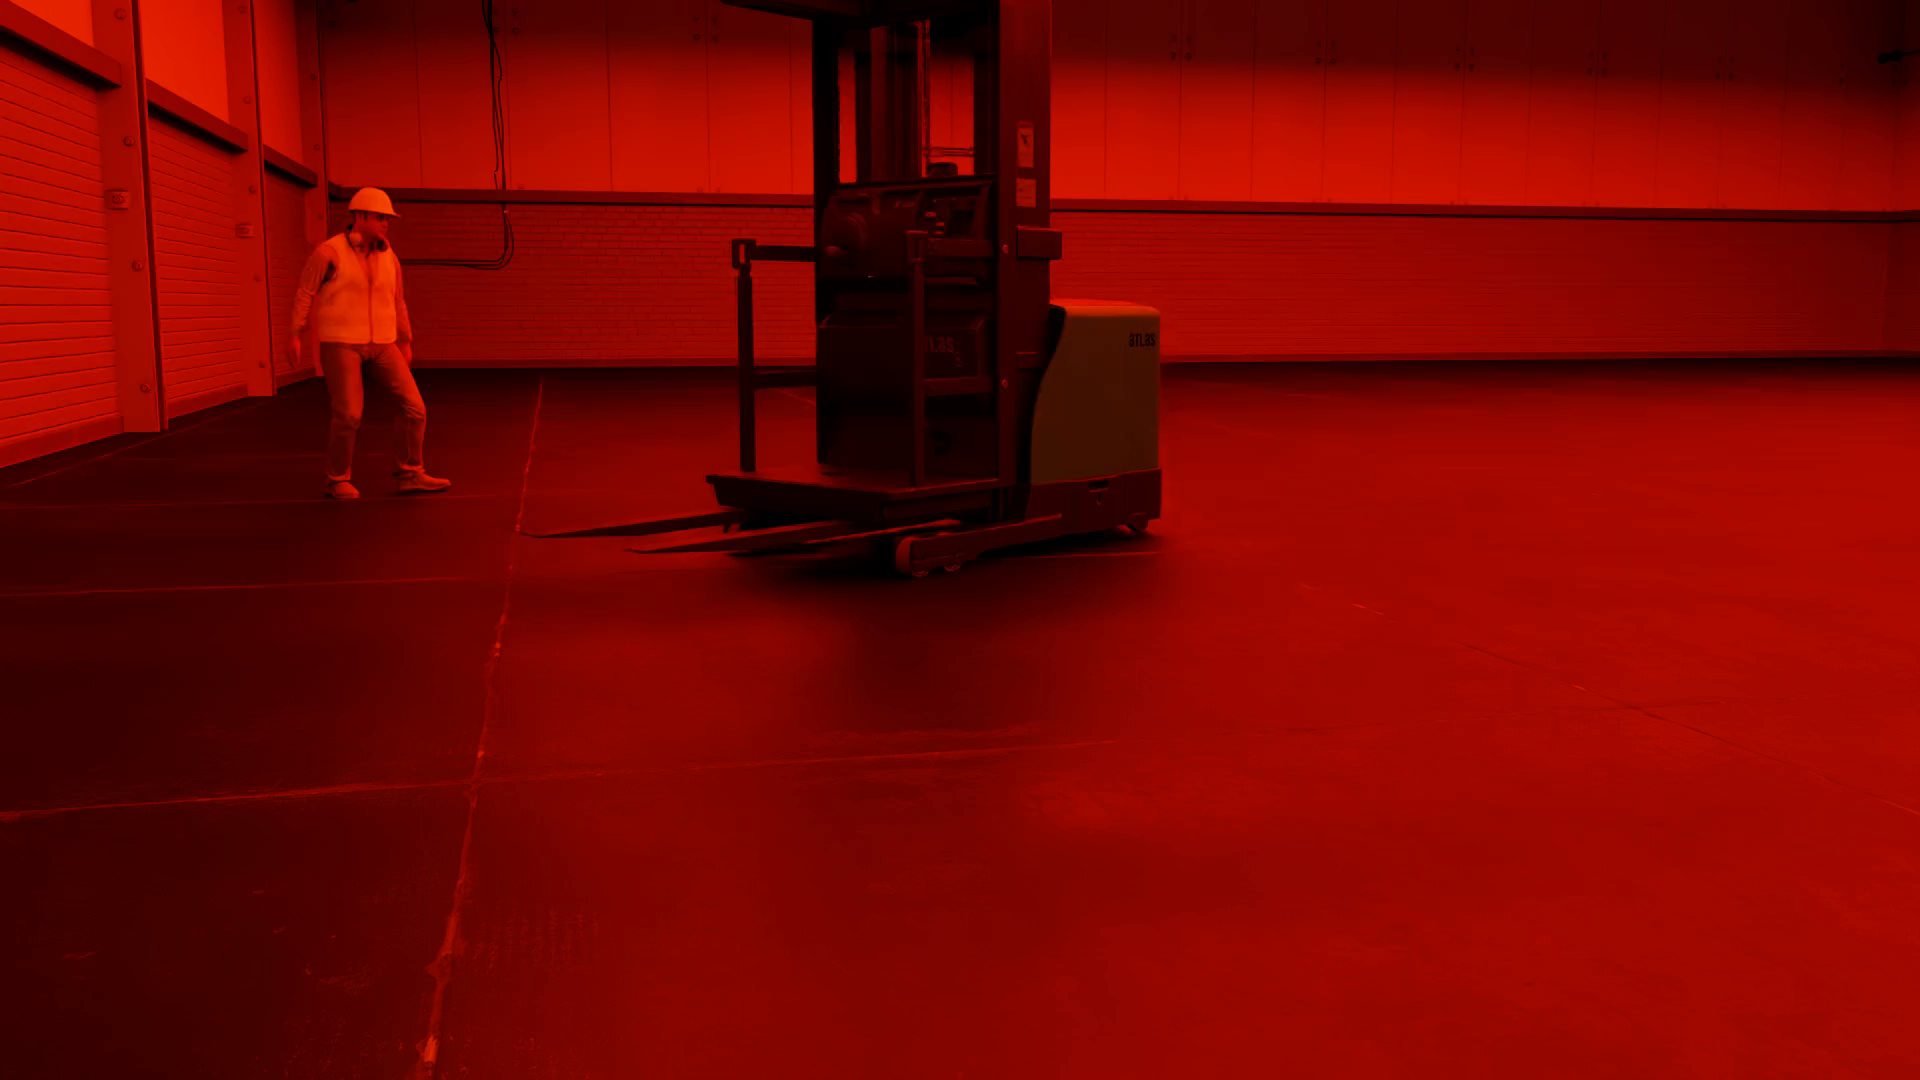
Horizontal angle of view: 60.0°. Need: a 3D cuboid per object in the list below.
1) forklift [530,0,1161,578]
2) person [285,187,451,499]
[{"bbox_3d":[-0.378,-1.379,6.986,1.130,2.935,3.031,7,10,40],"label":"forklift"},{"bbox_3d":[-3.370,-1.111,9.438,0.466,1.743,0.857,7,11,42],"label":"person"}]
